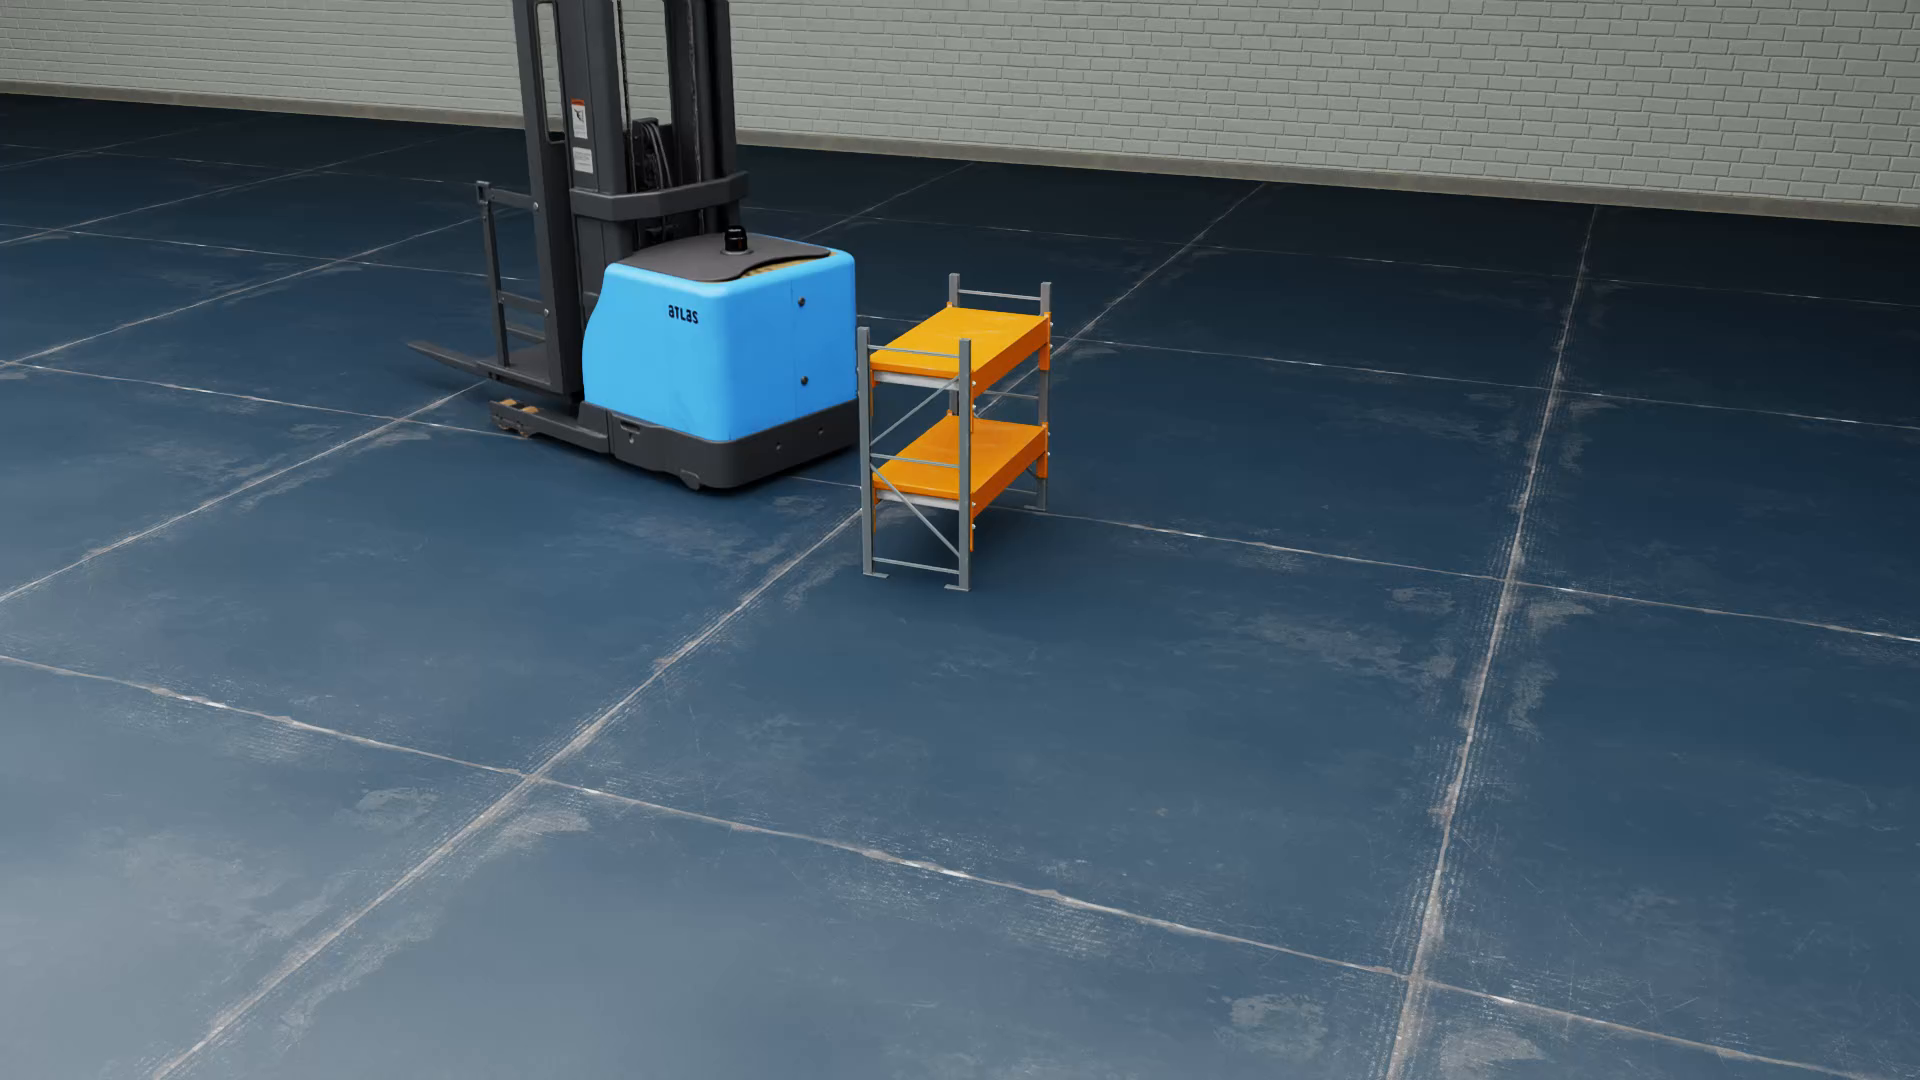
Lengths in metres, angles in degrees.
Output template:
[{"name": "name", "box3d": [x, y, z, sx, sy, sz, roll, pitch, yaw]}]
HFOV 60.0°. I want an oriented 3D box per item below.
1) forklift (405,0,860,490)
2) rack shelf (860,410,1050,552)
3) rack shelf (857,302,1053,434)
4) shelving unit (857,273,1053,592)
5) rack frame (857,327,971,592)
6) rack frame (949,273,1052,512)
[{"name": "forklift", "box3d": [-1.972, -2.052, 8.861, 3.031, 2.935, 1.130, 18, 29, 37]}, {"name": "rack shelf", "box3d": [-0.002, -0.291, 7.622, 0.538, 0.278, 1.000, 9, 24, 20]}, {"name": "rack shelf", "box3d": [-0.002, -0.787, 7.415, 0.538, 0.278, 1.000, 9, 24, 20]}, {"name": "shelving unit", "box3d": [-0.002, -0.517, 7.527, 0.538, 1.125, 1.048, 9, 24, 20]}, {"name": "rack frame", "box3d": [-0.191, -0.335, 7.092, 0.500, 1.125, 0.032, 9, 24, 20]}, {"name": "rack frame", "box3d": [0.186, -0.699, 7.963, 0.500, 1.125, 0.032, 9, 24, 20]}]
